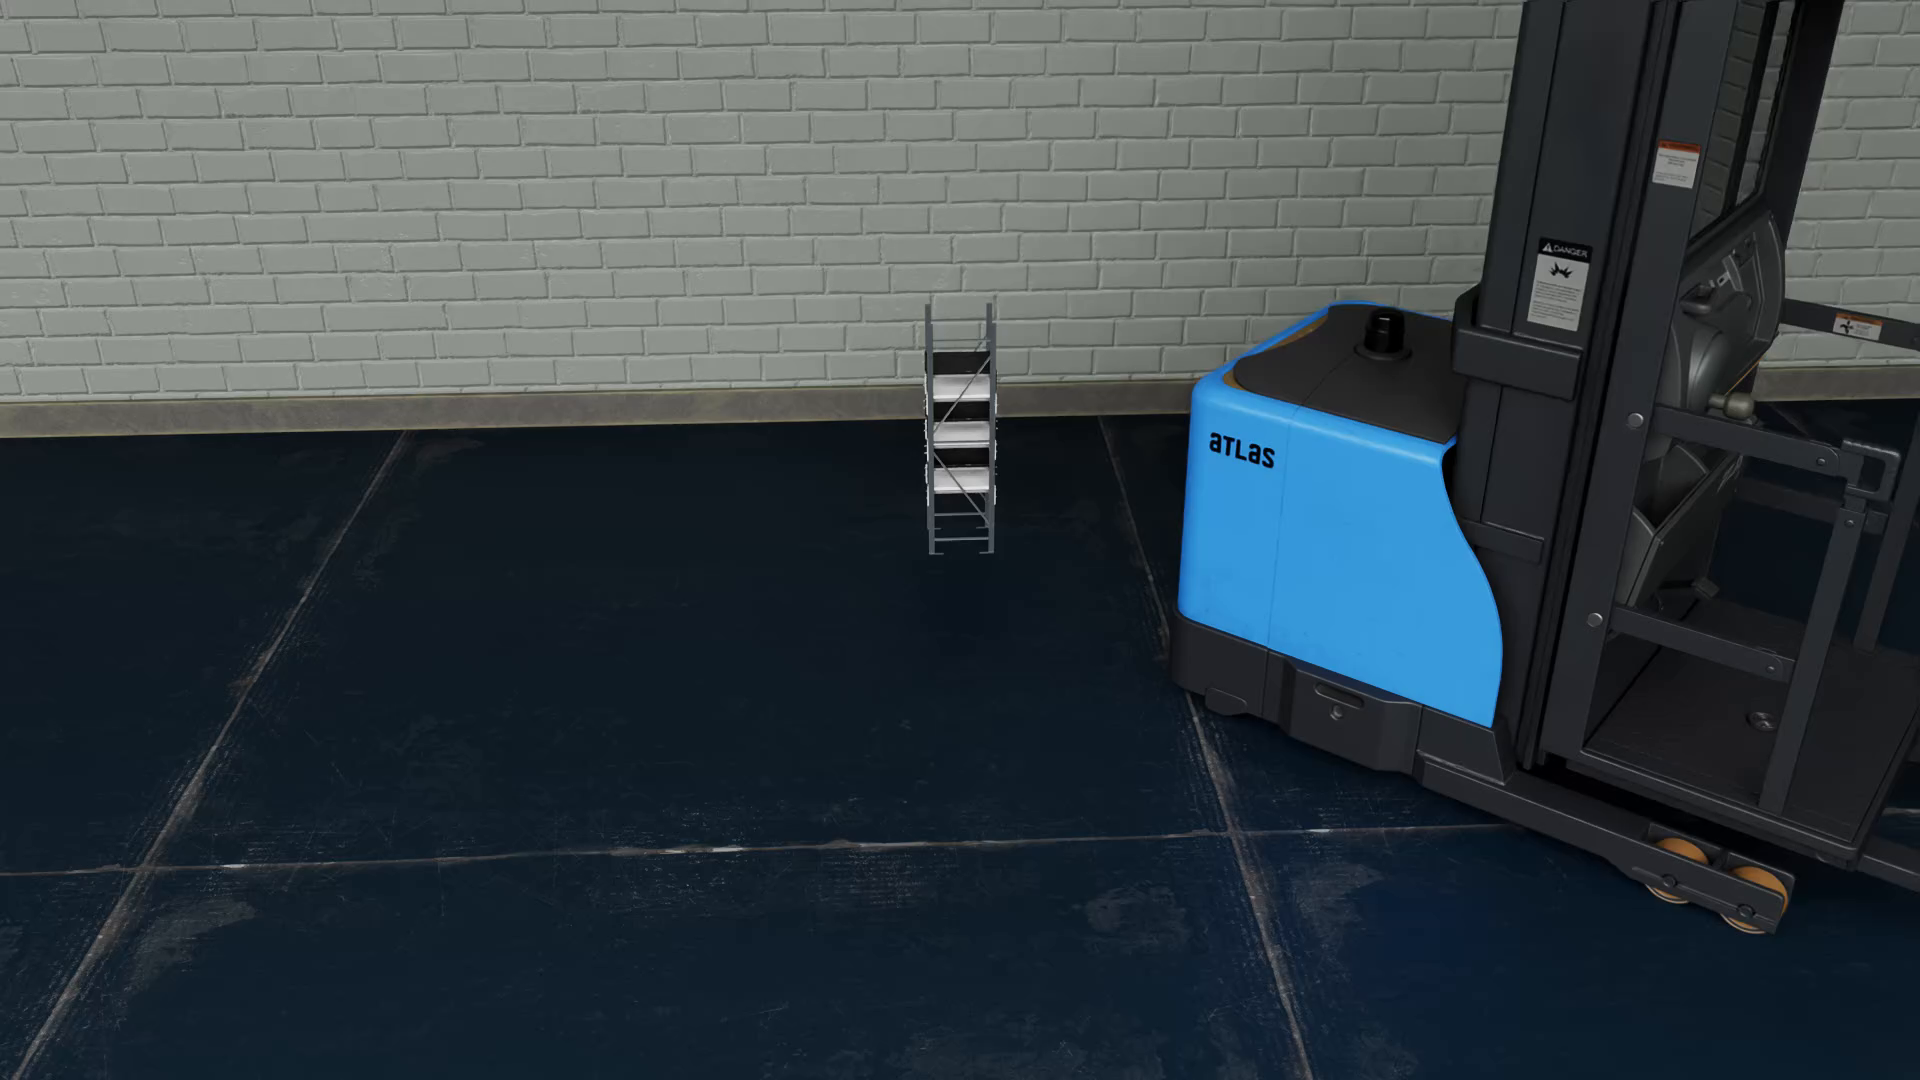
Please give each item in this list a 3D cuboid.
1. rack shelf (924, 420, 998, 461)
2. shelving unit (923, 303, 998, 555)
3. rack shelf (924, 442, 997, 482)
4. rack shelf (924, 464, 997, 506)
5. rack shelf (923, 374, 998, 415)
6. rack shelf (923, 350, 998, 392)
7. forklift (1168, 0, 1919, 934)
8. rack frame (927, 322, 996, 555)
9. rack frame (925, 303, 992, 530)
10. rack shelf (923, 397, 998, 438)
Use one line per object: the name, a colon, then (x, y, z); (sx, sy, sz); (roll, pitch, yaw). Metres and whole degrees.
rack shelf: (0.000, -0.366, 6.050); (0.258, 0.077, 0.200); (-1, 28, -3)
shelving unit: (0.000, -0.395, 6.035); (0.258, 0.900, 0.210); (-1, 28, -3)
rack shelf: (0.000, -0.286, 6.092); (0.258, 0.077, 0.200); (-1, 28, -3)
rack shelf: (0.000, -0.206, 6.133); (0.258, 0.077, 0.200); (-1, 28, -3)
rack shelf: (0.000, -0.525, 5.967); (0.258, 0.077, 0.200); (-1, 28, -3)
rack shelf: (0.000, -0.605, 5.925); (0.258, 0.077, 0.200); (-1, 28, -3)
forklift: (2.133, -0.562, 4.158); (3.031, 2.935, 1.130); (20, 33, 33)
rack frame: (0.006, -0.348, 5.945); (0.240, 0.900, 0.006); (-1, 28, -3)
rack frame: (-0.005, -0.442, 6.125); (0.240, 0.900, 0.006); (-1, 28, -3)
rack shelf: (0.000, -0.445, 6.009); (0.258, 0.077, 0.200); (-1, 28, -3)
